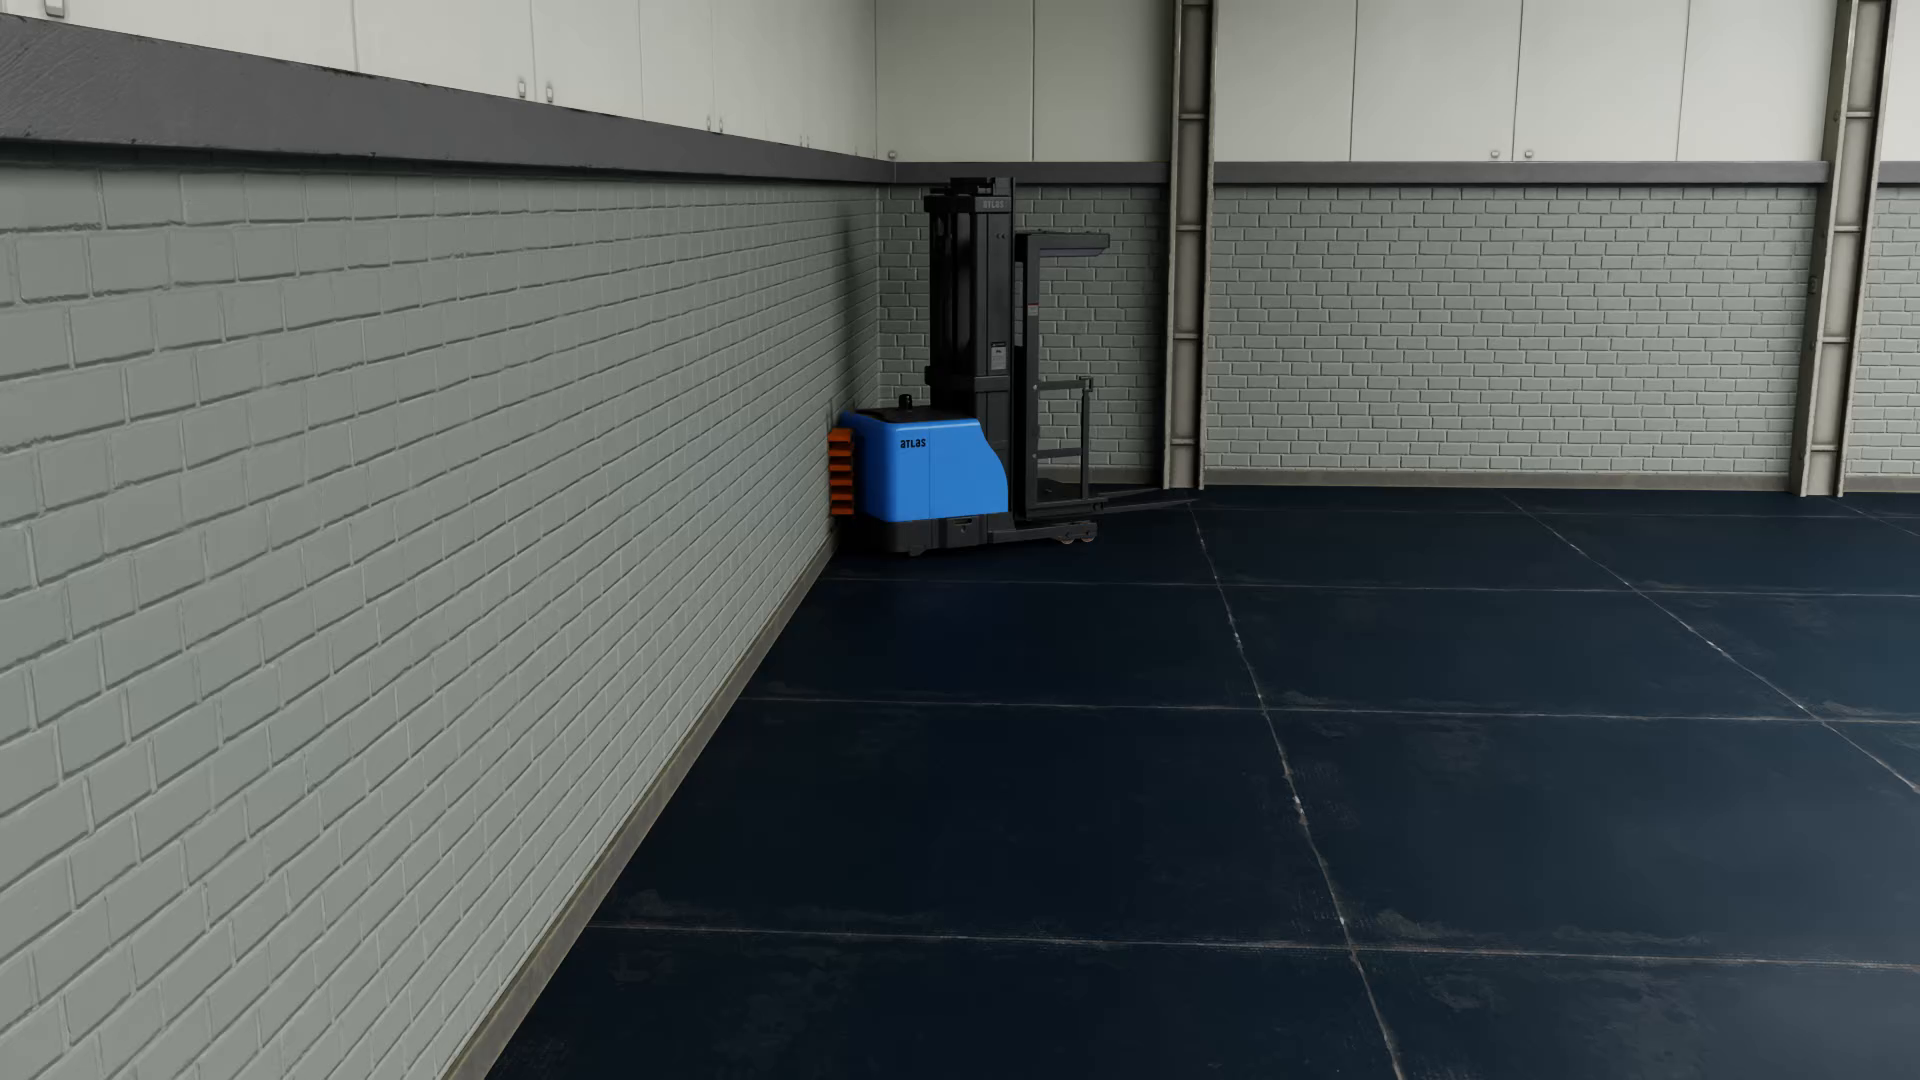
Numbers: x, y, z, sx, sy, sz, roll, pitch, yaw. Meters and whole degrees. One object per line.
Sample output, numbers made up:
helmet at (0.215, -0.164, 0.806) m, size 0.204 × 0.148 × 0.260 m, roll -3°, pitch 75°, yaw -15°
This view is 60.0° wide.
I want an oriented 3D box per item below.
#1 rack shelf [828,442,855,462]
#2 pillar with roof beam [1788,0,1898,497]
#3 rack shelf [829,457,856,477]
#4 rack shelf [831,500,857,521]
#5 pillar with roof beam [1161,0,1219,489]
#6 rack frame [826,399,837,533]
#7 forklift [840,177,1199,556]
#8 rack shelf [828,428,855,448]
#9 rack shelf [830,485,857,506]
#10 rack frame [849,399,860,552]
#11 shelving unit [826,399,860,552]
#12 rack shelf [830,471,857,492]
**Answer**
rack shelf at (-0.933, -0.696, 13.174) m, size 0.180 × 0.103 × 0.258 m, roll 1°, pitch 19°, yaw 5°
pillar with roof beam at (7.875, -3.968, 10.757) m, size 0.400 × 9.000 × 9.100 m, roll 1°, pitch 12°, yaw 4°
rack shelf at (-0.931, -0.582, 13.213) m, size 0.180 × 0.103 × 0.258 m, roll 1°, pitch 19°, yaw 5°
rack shelf at (-0.925, -0.242, 13.329) m, size 0.180 × 0.103 × 0.258 m, roll 1°, pitch 19°, yaw 5°
pillar with roof beam at (1.888, -4.050, 11.149) m, size 0.400 × 9.000 × 9.100 m, roll 1°, pitch 12°, yaw 4°
rack frame at (-1.021, -0.512, 13.245) m, size 0.006 × 1.200 × 0.240 m, roll 1°, pitch 19°, yaw 5°
forklift at (0.563, -1.492, 13.741) m, size 3.031 × 2.935 × 1.130 m, roll -6°, pitch 13°, yaw -26°
rack shelf at (-0.934, -0.809, 13.135) m, size 0.180 × 0.103 × 0.258 m, roll 1°, pitch 19°, yaw 5°
rack shelf at (-0.927, -0.355, 13.291) m, size 0.180 × 0.103 × 0.258 m, roll 1°, pitch 19°, yaw 5°
rack frame at (-0.838, -0.510, 13.229) m, size 0.006 × 1.200 × 0.240 m, roll 1°, pitch 19°, yaw 5°
shelving unit at (-0.930, -0.511, 13.237) m, size 0.189 × 1.200 × 0.258 m, roll 1°, pitch 19°, yaw 5°
rack shelf at (-0.929, -0.469, 13.252) m, size 0.180 × 0.103 × 0.258 m, roll 1°, pitch 19°, yaw 5°
